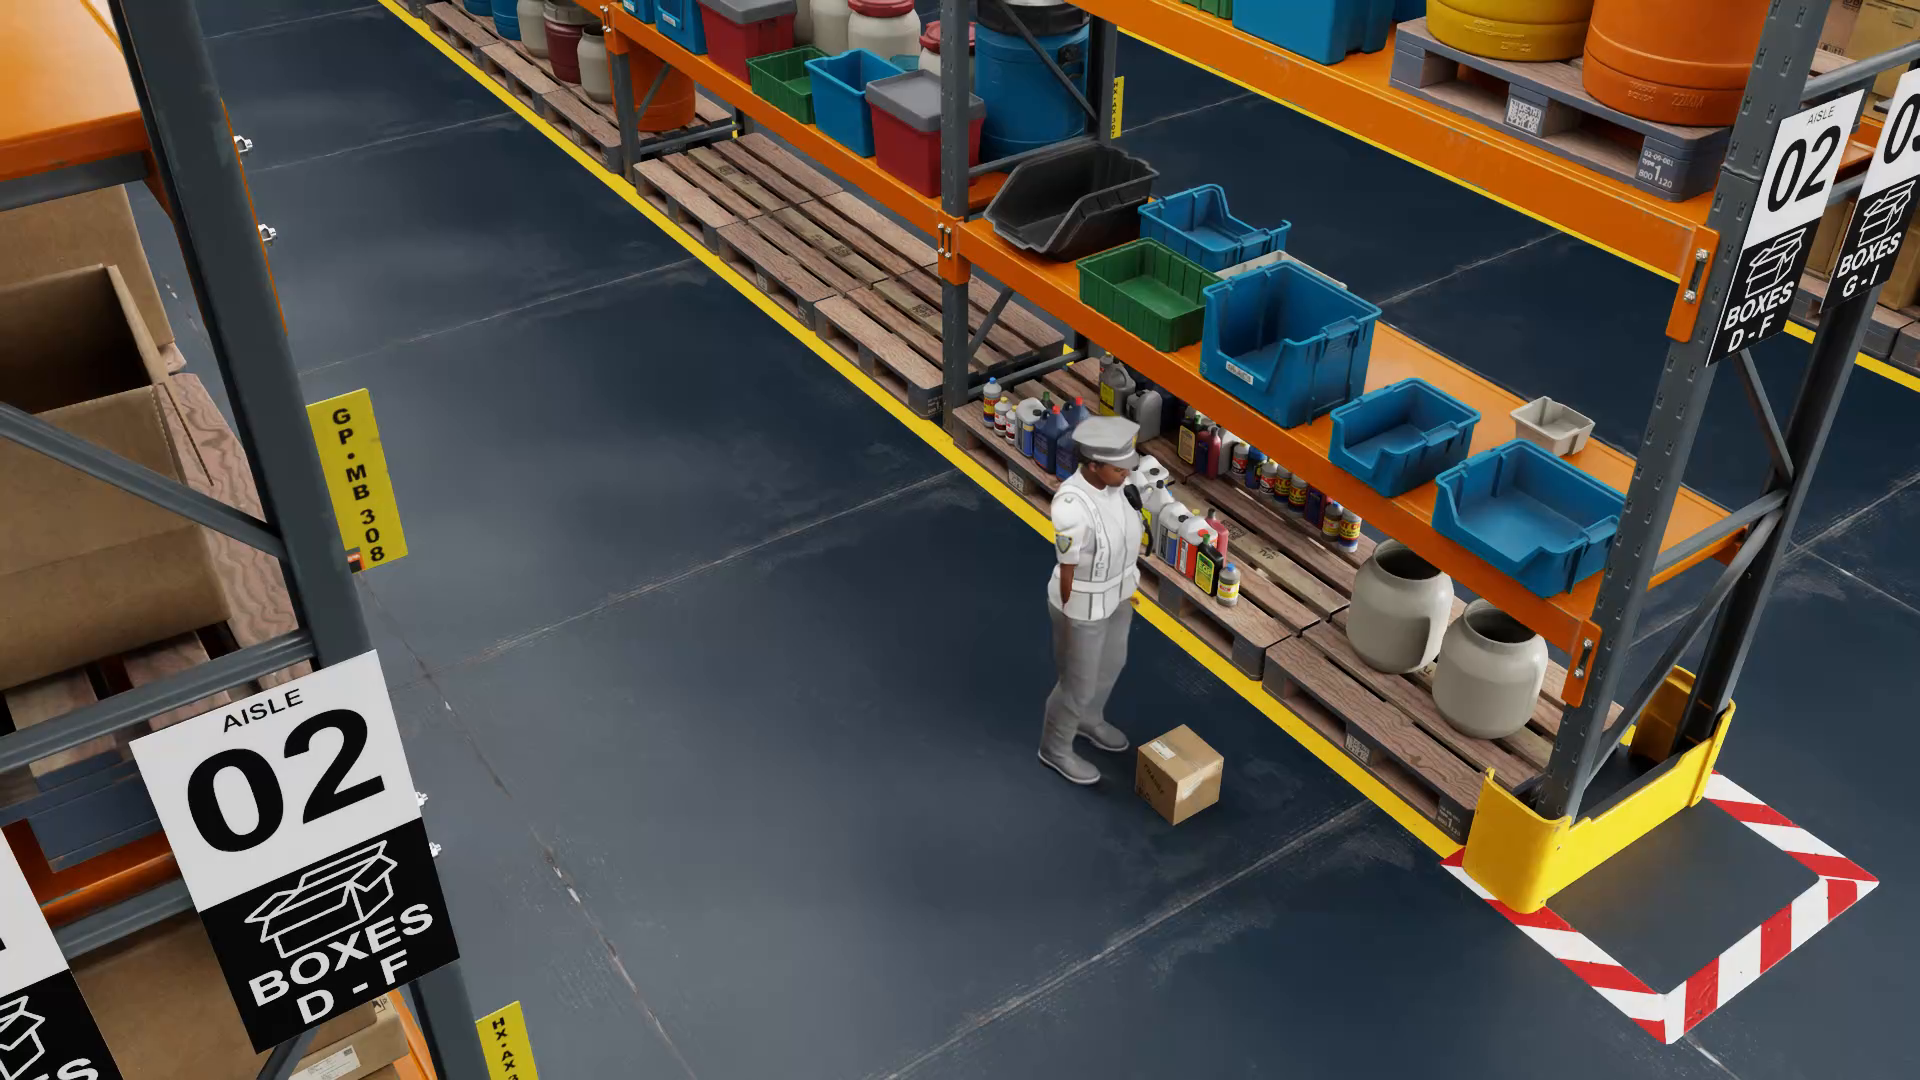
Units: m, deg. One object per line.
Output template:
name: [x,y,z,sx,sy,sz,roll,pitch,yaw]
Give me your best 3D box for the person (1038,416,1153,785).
person: [0.547,0.241,6.684,0.341,1.658,0.438,25,43,29]
